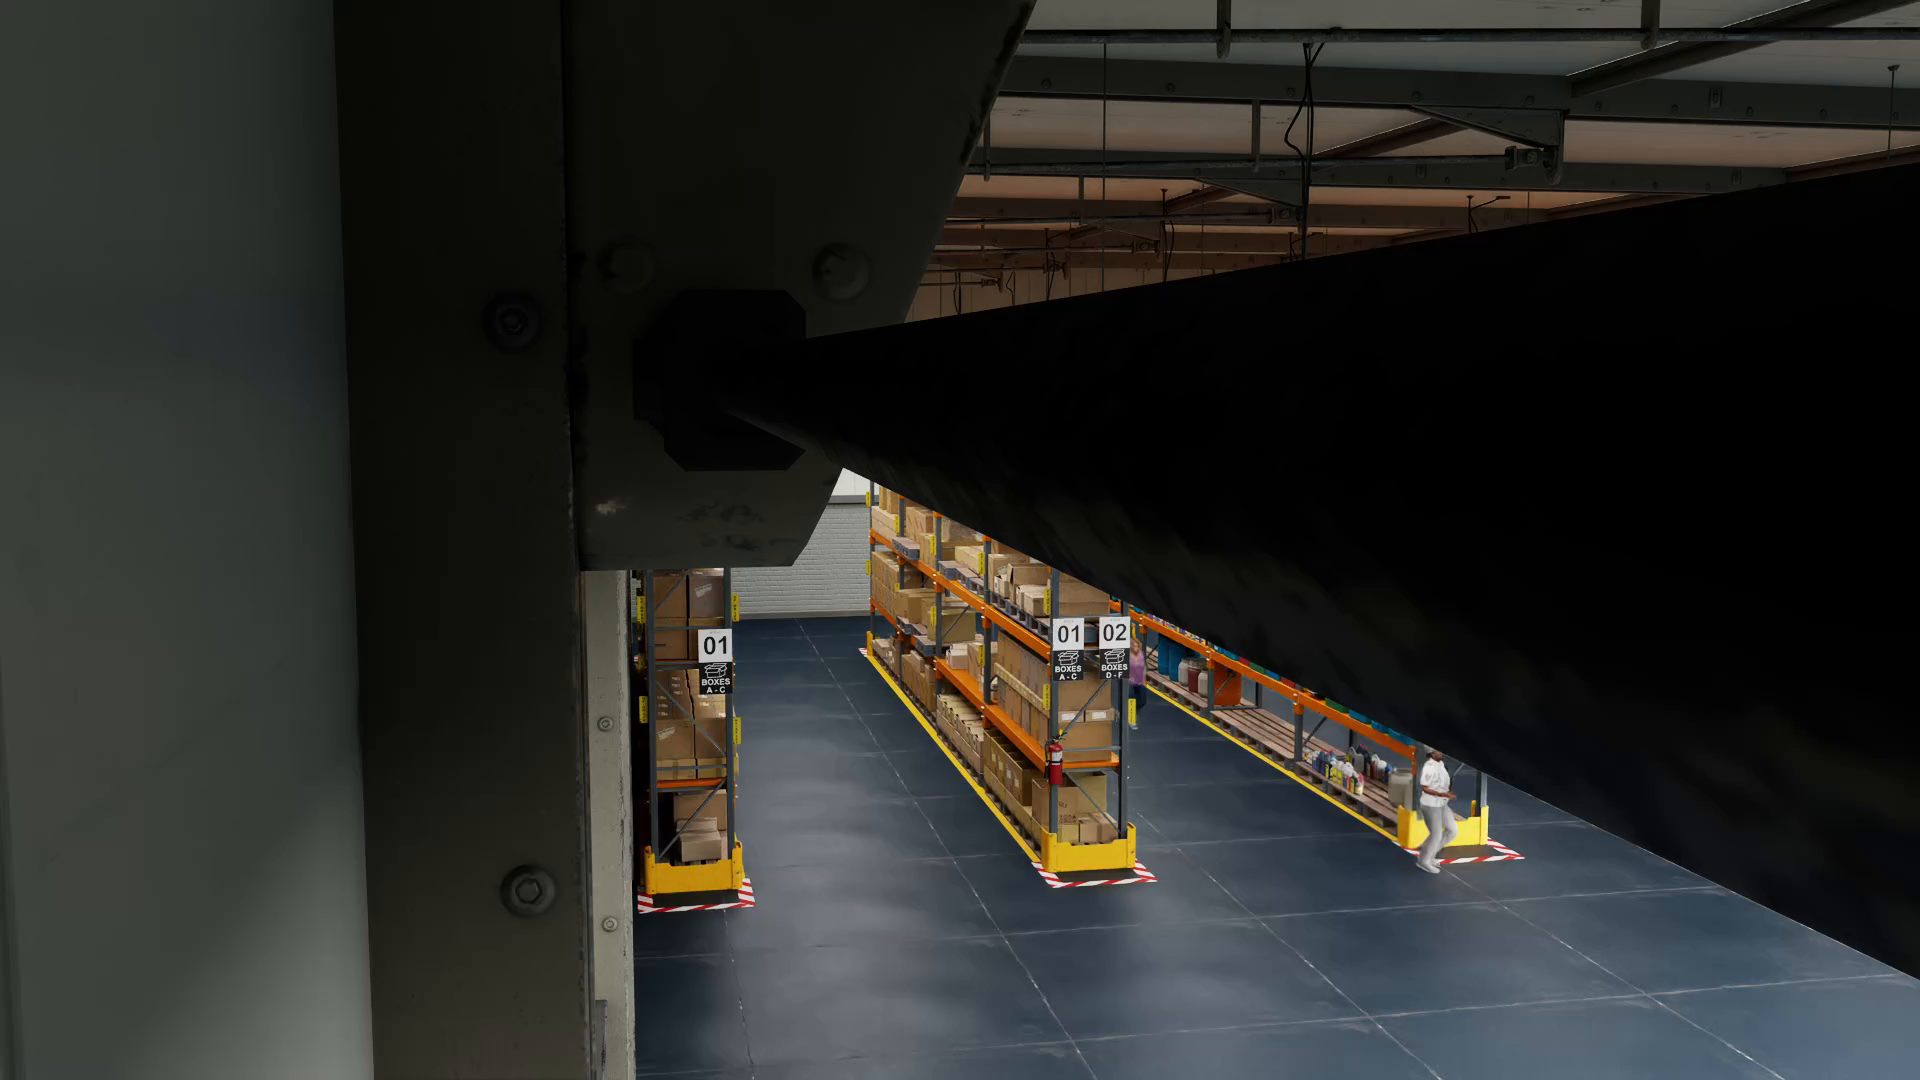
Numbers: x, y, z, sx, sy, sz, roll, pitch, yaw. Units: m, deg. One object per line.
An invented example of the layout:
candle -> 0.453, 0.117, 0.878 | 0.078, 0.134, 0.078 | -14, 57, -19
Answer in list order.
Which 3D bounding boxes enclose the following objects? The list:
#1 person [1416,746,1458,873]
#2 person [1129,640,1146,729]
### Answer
person -> 6.016, 3.338, 20.853 | 0.521, 1.681, 0.582 | 4, 7, 36
person -> 3.036, 2.527, 29.035 | 0.543, 1.567, 0.530 | -2, 6, -16
